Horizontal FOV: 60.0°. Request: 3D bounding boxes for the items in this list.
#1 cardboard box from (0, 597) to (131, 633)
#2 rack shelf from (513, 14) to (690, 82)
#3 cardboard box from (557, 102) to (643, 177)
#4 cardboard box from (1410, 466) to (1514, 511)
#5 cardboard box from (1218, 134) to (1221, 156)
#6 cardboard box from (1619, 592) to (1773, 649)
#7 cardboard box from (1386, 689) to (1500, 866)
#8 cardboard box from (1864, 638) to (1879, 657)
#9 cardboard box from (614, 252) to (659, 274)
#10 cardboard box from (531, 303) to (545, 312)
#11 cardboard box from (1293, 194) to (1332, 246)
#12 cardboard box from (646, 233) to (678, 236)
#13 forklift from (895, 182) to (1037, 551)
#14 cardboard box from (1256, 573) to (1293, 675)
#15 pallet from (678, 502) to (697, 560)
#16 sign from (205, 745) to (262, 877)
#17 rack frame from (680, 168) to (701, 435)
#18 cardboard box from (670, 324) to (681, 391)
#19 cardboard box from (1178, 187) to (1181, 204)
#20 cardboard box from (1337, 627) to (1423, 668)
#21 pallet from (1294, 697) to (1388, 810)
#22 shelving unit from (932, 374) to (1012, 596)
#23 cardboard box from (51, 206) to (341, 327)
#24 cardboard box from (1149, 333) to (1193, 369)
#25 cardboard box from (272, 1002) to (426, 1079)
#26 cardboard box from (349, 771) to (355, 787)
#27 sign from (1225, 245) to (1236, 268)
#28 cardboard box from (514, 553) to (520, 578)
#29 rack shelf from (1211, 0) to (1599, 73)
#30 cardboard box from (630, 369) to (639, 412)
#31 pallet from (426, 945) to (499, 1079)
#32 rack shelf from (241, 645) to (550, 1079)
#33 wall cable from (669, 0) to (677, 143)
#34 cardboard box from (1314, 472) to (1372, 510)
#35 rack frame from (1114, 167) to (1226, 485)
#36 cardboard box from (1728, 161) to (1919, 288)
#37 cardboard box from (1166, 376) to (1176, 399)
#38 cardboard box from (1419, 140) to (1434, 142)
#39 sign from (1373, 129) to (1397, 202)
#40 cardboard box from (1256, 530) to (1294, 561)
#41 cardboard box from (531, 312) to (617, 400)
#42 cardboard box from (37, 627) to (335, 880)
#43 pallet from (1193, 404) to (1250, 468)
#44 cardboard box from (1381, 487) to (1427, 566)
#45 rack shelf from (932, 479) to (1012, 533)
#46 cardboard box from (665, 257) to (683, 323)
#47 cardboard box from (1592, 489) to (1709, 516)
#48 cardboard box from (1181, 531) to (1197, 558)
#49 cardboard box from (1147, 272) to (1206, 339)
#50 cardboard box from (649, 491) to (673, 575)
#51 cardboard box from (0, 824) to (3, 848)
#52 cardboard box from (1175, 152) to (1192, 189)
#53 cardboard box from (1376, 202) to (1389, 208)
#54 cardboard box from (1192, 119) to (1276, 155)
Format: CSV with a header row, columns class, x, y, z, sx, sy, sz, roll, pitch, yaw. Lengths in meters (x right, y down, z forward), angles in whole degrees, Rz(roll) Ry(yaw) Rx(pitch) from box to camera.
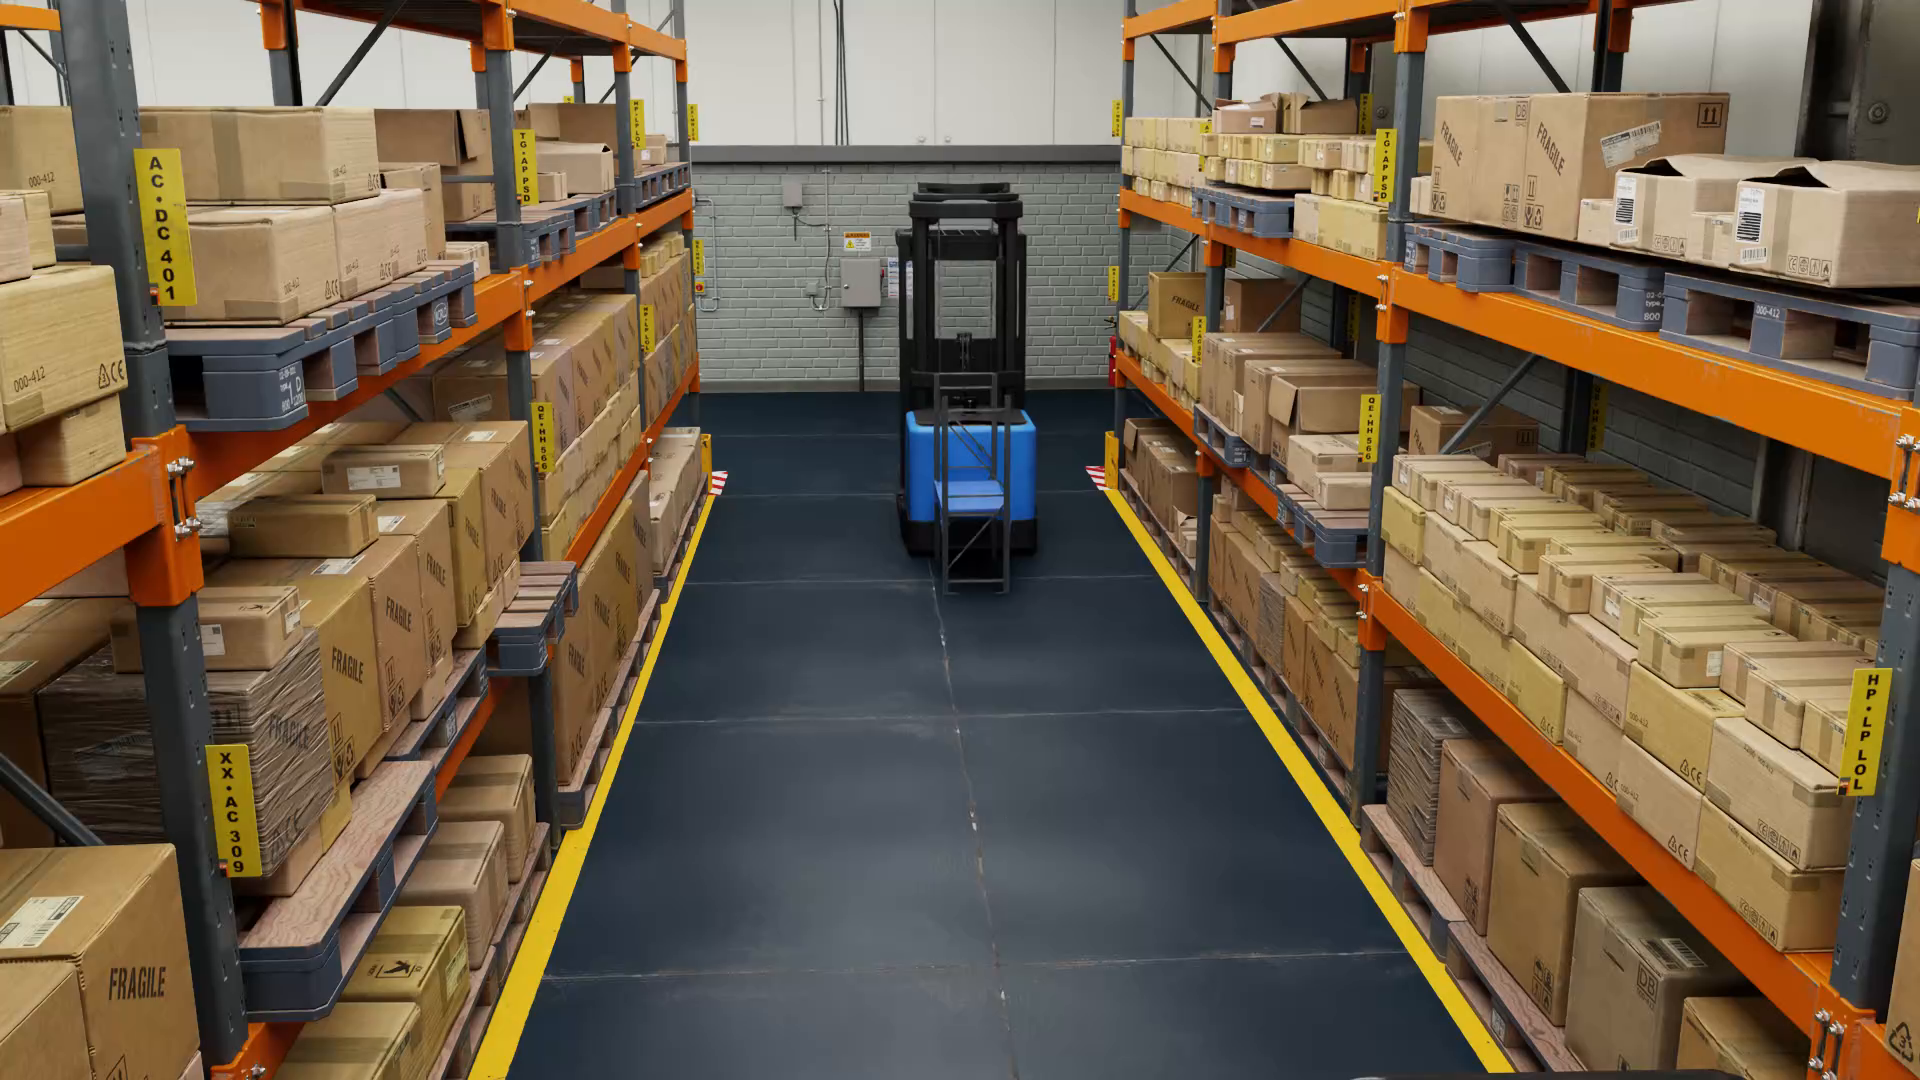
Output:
class,x,y,z,sx,sy,sz,roll,pitch,yaw
cardboard box,-2.509,0.425,4.713,0.500,0.500,0.500,-1,14,-3
rack shelf,-2.838,-3.794,12.961,1.077,0.370,4.000,-1,14,-3
cardboard box,-2.541,-2.836,11.766,0.500,0.500,0.500,-1,14,-2
cardboard box,2.231,-0.229,7.393,0.380,0.149,0.250,-1,14,-2
cardboard box,1.908,-2.592,10.924,0.380,0.149,0.250,-1,14,-3
cardboard box,2.393,0.279,5.419,0.380,0.149,0.250,-1,14,-5
cardboard box,2.512,1.086,7.710,0.875,0.625,0.625,0,14,-2
cardboard box,2.948,0.395,4.967,0.380,0.149,0.250,-1,14,-4
cardboard box,-2.507,-2.119,12.732,0.380,0.149,0.250,-1,14,-5
cardboard box,-2.915,-1.226,10.566,0.500,0.500,0.500,-1,14,-4
cardboard box,2.150,-1.770,9.166,0.500,0.250,0.500,-1,14,-3
cardboard box,-2.701,-2.626,14.705,0.380,0.149,0.250,-1,14,-2
forklift,0.002,-1.648,14.548,1.130,2.935,3.031,-1,14,-4
cardboard box,2.140,0.505,10.216,0.500,0.500,0.500,-1,14,-5
pallet,-2.762,-0.078,13.905,1.003,0.211,1.213,-1,14,-3
sign,-1.678,0.626,3.835,0.100,0.325,0.005,-1,14,-3
rack frame,-2.962,-1.928,15.502,1.000,3.000,0.127,-1,14,-3
cardboard box,-2.566,-1.480,13.558,0.500,0.500,0.500,0,14,-2
cardboard box,1.904,-2.683,12.919,0.380,0.149,0.250,0,14,-2
cardboard box,2.204,0.558,8.711,0.380,0.149,0.250,-2,15,-6
pallet,2.479,1.148,9.142,1.003,0.211,1.213,-1,14,-3
shelving unit,0.082,-0.446,12.751,0.538,1.500,1.048,-1,14,-4
cardboard box,-1.855,-0.679,4.084,0.500,0.250,0.500,-1,14,-5
cardboard box,1.870,-1.582,13.860,0.500,0.250,0.500,-1,14,-5
cardboard box,-2.302,1.816,5.379,0.950,0.372,0.625,0,14,0
cardboard box,-2.038,0.700,4.946,0.380,0.149,0.250,0,14,0
sign,2.547,-2.723,15.634,0.100,0.325,0.005,-1,14,-3
cardboard box,-2.123,0.123,7.190,0.380,0.149,0.250,-1,14,-3
rack shelf,2.363,-2.877,9.396,1.077,0.370,4.000,-1,14,-3
cardboard box,-2.445,-0.997,11.180,0.500,0.250,0.500,-1,14,-3
pallet,-2.347,1.909,6.185,1.003,0.211,1.213,-1,14,-3
rack shelf,-2.343,0.907,5.925,1.077,0.370,4.000,-1,14,-3
wall cable,-3.596,-6.244,20.236,0.463,3.000,0.029,-1,14,-3
cardboard box,2.064,-0.256,8.661,0.380,0.149,0.250,-1,14,-2
rack frame,1.992,-2.006,15.803,1.000,3.000,0.127,-1,14,-3
cardboard box,2.447,-0.859,4.462,0.500,0.311,0.500,-1,14,-5
cardboard box,1.856,-1.222,13.262,0.380,0.149,0.250,-1,14,-4
cardboard box,2.668,-2.083,8.986,0.380,0.149,0.250,-1,14,-4
sign,1.946,-1.712,7.602,0.100,0.325,0.005,-1,14,-3
cardboard box,2.126,0.037,10.734,0.380,0.149,0.250,-1,14,-4
cardboard box,-2.385,-1.104,10.091,0.500,0.500,0.500,0,14,-2
cardboard box,-1.962,0.539,4.271,0.500,0.500,0.500,-1,14,-2
pallet,2.180,-0.718,11.182,1.003,0.211,1.213,-1,14,-3
cardboard box,2.246,-0.071,7.582,0.500,0.250,0.500,-1,14,-3
rack shelf,0.082,-0.272,12.796,0.538,0.185,1.000,-1,14,-4
cardboard box,-2.606,-2.092,13.931,0.500,0.500,0.500,-1,14,-4
cardboard box,2.877,-0.113,6.942,0.380,0.149,0.250,-1,14,-5
cardboard box,1.912,0.032,12.761,0.380,0.149,0.250,-1,14,-5
cardboard box,1.844,-1.951,13.787,0.500,0.500,0.500,-1,14,-2
cardboard box,-2.646,-0.054,12.516,0.875,0.438,0.875,-1,14,-4
cardboard box,-2.408,0.492,3.290,0.700,0.500,0.500,-1,14,-4
cardboard box,1.917,-2.781,12.498,0.500,0.250,0.500,-1,14,-5
cardboard box,2.225,-1.674,7.994,0.380,0.149,0.250,-1,14,-2
cardboard box,1.968,-2.899,11.956,0.500,0.250,0.500,-1,14,-3
